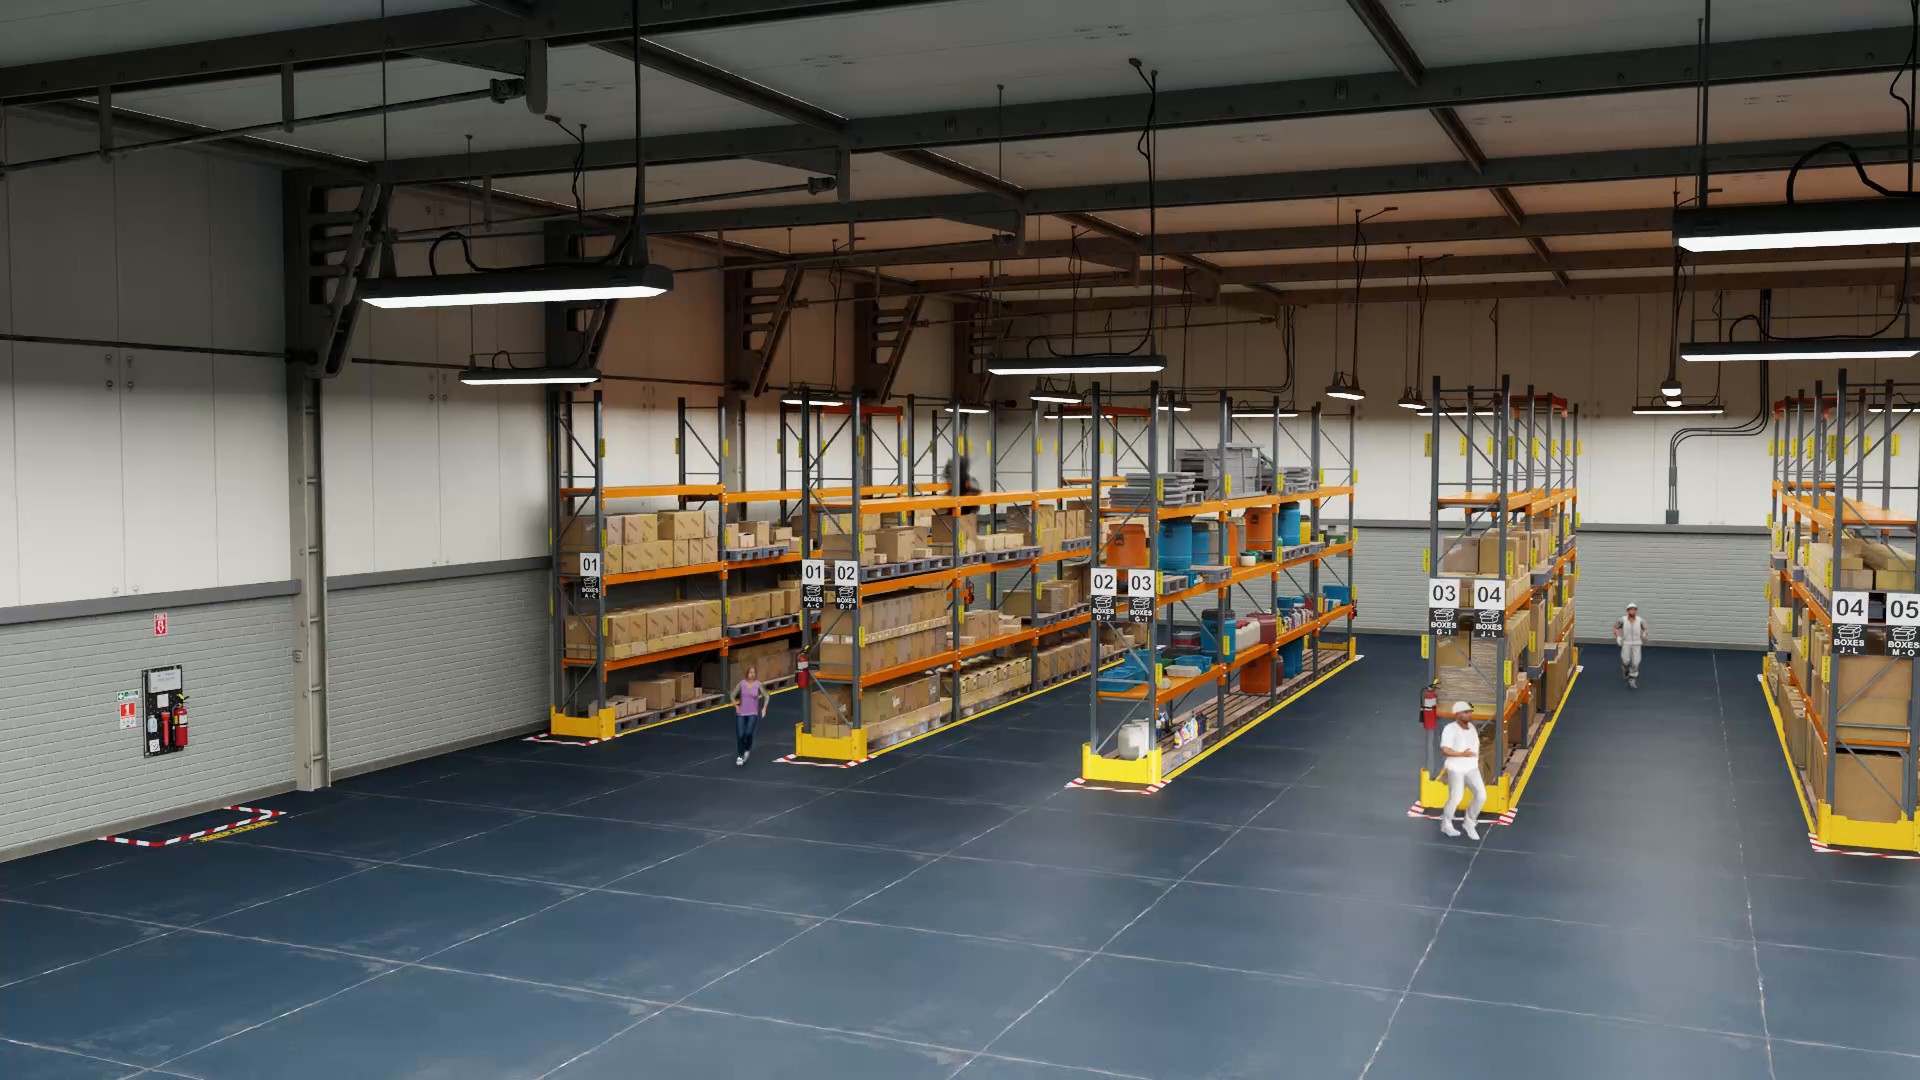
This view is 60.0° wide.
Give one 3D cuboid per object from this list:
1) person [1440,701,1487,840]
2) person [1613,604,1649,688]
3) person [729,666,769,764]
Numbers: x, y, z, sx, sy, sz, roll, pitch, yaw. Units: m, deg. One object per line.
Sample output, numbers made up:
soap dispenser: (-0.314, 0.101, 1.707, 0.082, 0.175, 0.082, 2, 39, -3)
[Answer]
person: (6.456, 2.961, 21.266, 0.723, 1.801, 0.686, -2, 4, -27)
person: (13.996, 2.205, 34.630, 0.672, 1.756, 0.596, 1, 3, 13)
person: (-3.340, 2.775, 26.290, 0.618, 1.557, 0.498, 0, 3, -2)
